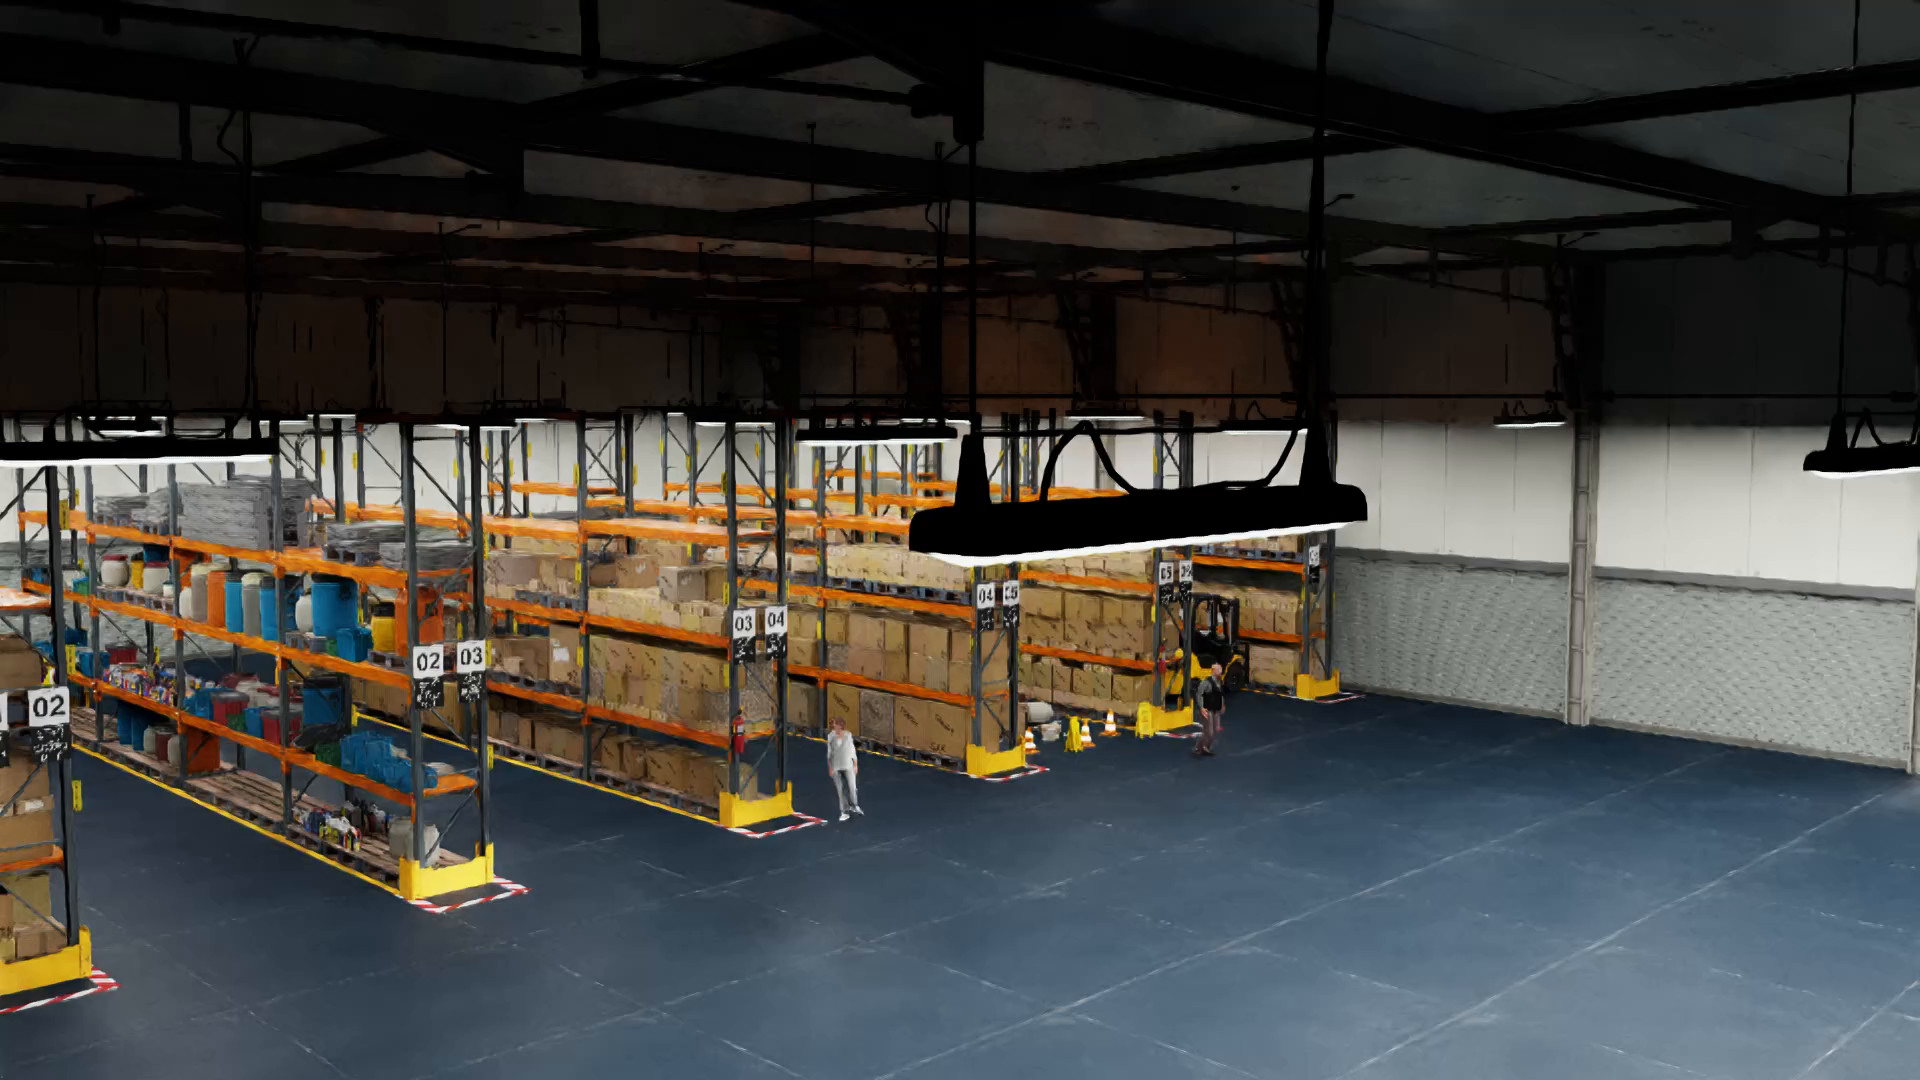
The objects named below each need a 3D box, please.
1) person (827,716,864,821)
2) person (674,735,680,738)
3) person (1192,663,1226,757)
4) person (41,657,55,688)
[{"bbox_3d":[-1.708,3.386,24.777,0.544,1.587,0.425,0,5,1],"label":"person"},{"bbox_3d":[-5.276,2.823,30.897,0.482,1.621,0.997,-4,6,-36],"label":"person"},{"bbox_3d":[4.373,2.974,29.146,0.534,1.674,0.677,5,7,44],"label":"person"},{"bbox_3d":[-16.489,2.885,29.958,0.615,1.716,0.973,-2,5,-23],"label":"person"}]
